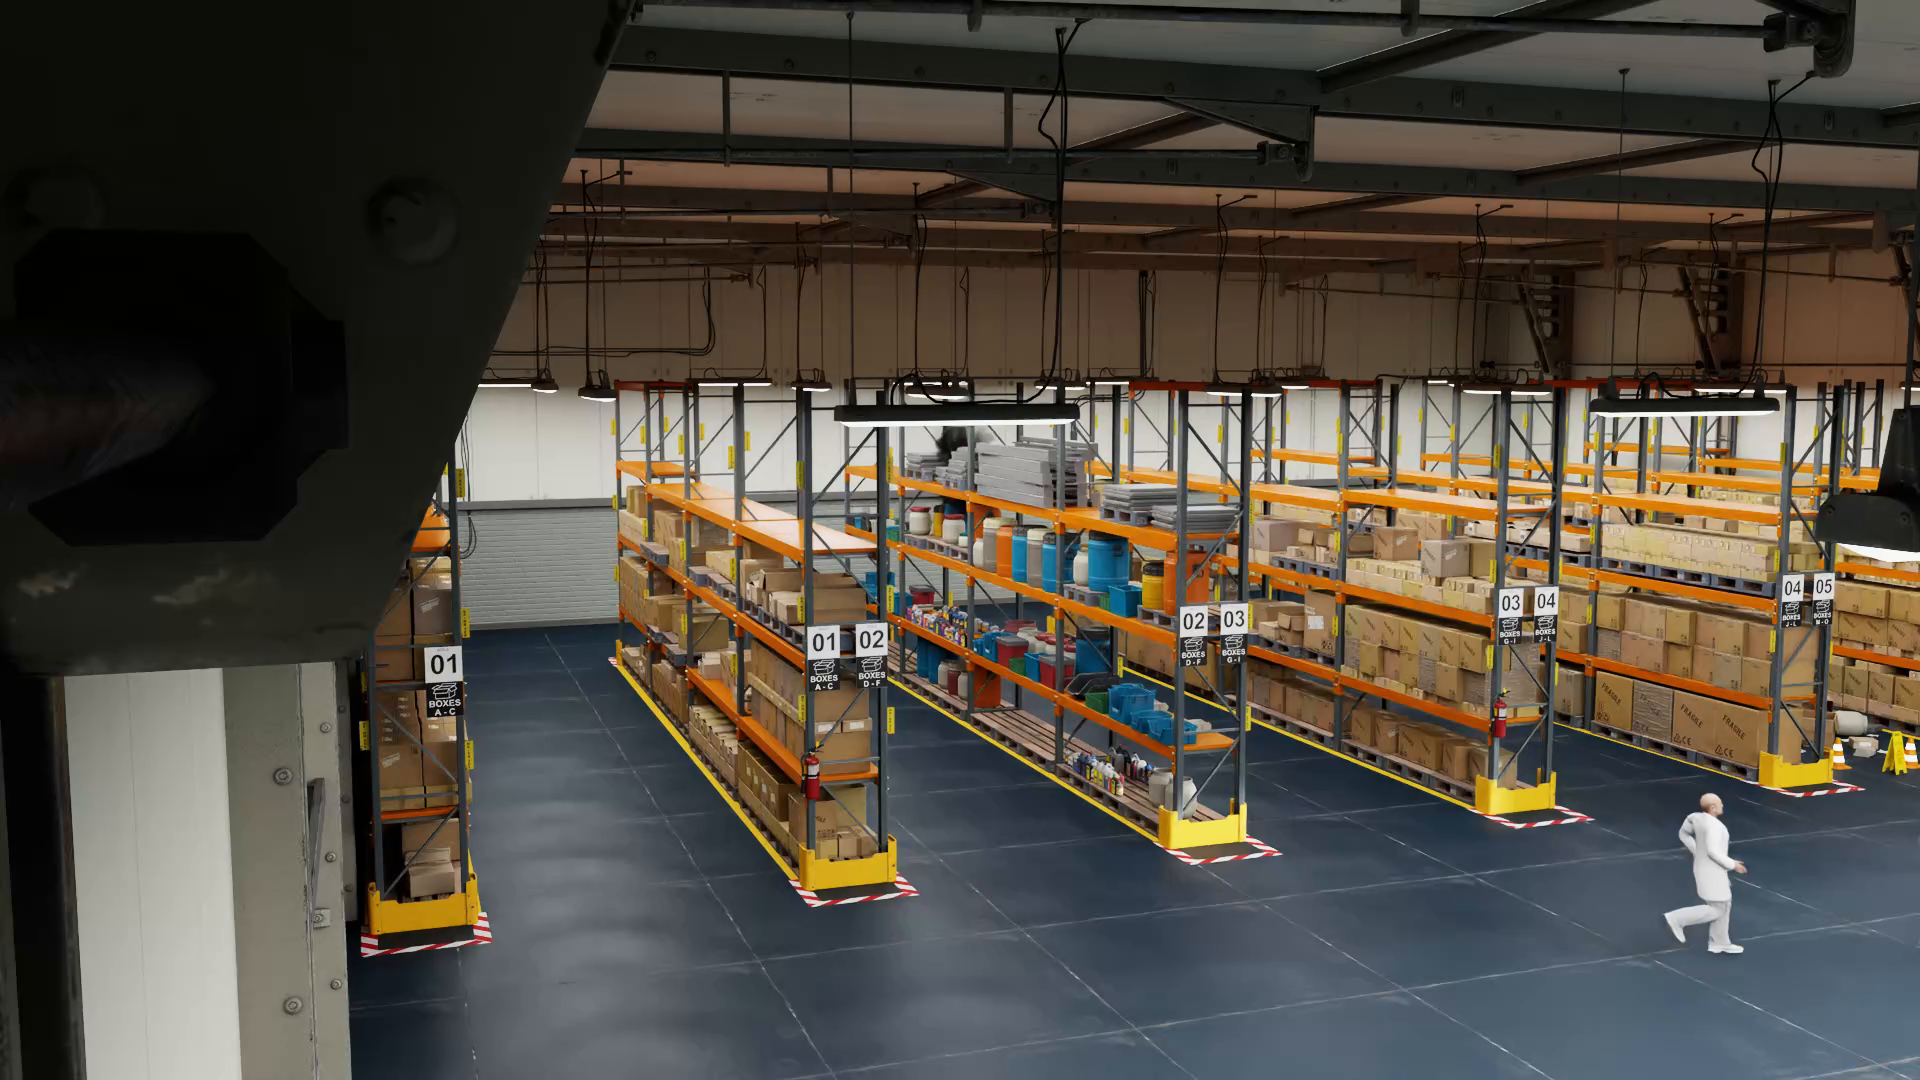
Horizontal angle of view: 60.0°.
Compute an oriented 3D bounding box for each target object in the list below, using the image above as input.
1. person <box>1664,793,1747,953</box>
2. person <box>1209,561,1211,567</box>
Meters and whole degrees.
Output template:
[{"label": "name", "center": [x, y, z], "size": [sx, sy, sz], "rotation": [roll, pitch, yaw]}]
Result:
[{"label": "person", "center": [8.013, 3.585, 17.873], "size": [0.877, 1.754, 0.707], "rotation": [0, 6, 4]}, {"label": "person", "center": [5.899, 1.290, 40.232], "size": [0.644, 1.668, 0.662], "rotation": [4, 7, 32]}]
